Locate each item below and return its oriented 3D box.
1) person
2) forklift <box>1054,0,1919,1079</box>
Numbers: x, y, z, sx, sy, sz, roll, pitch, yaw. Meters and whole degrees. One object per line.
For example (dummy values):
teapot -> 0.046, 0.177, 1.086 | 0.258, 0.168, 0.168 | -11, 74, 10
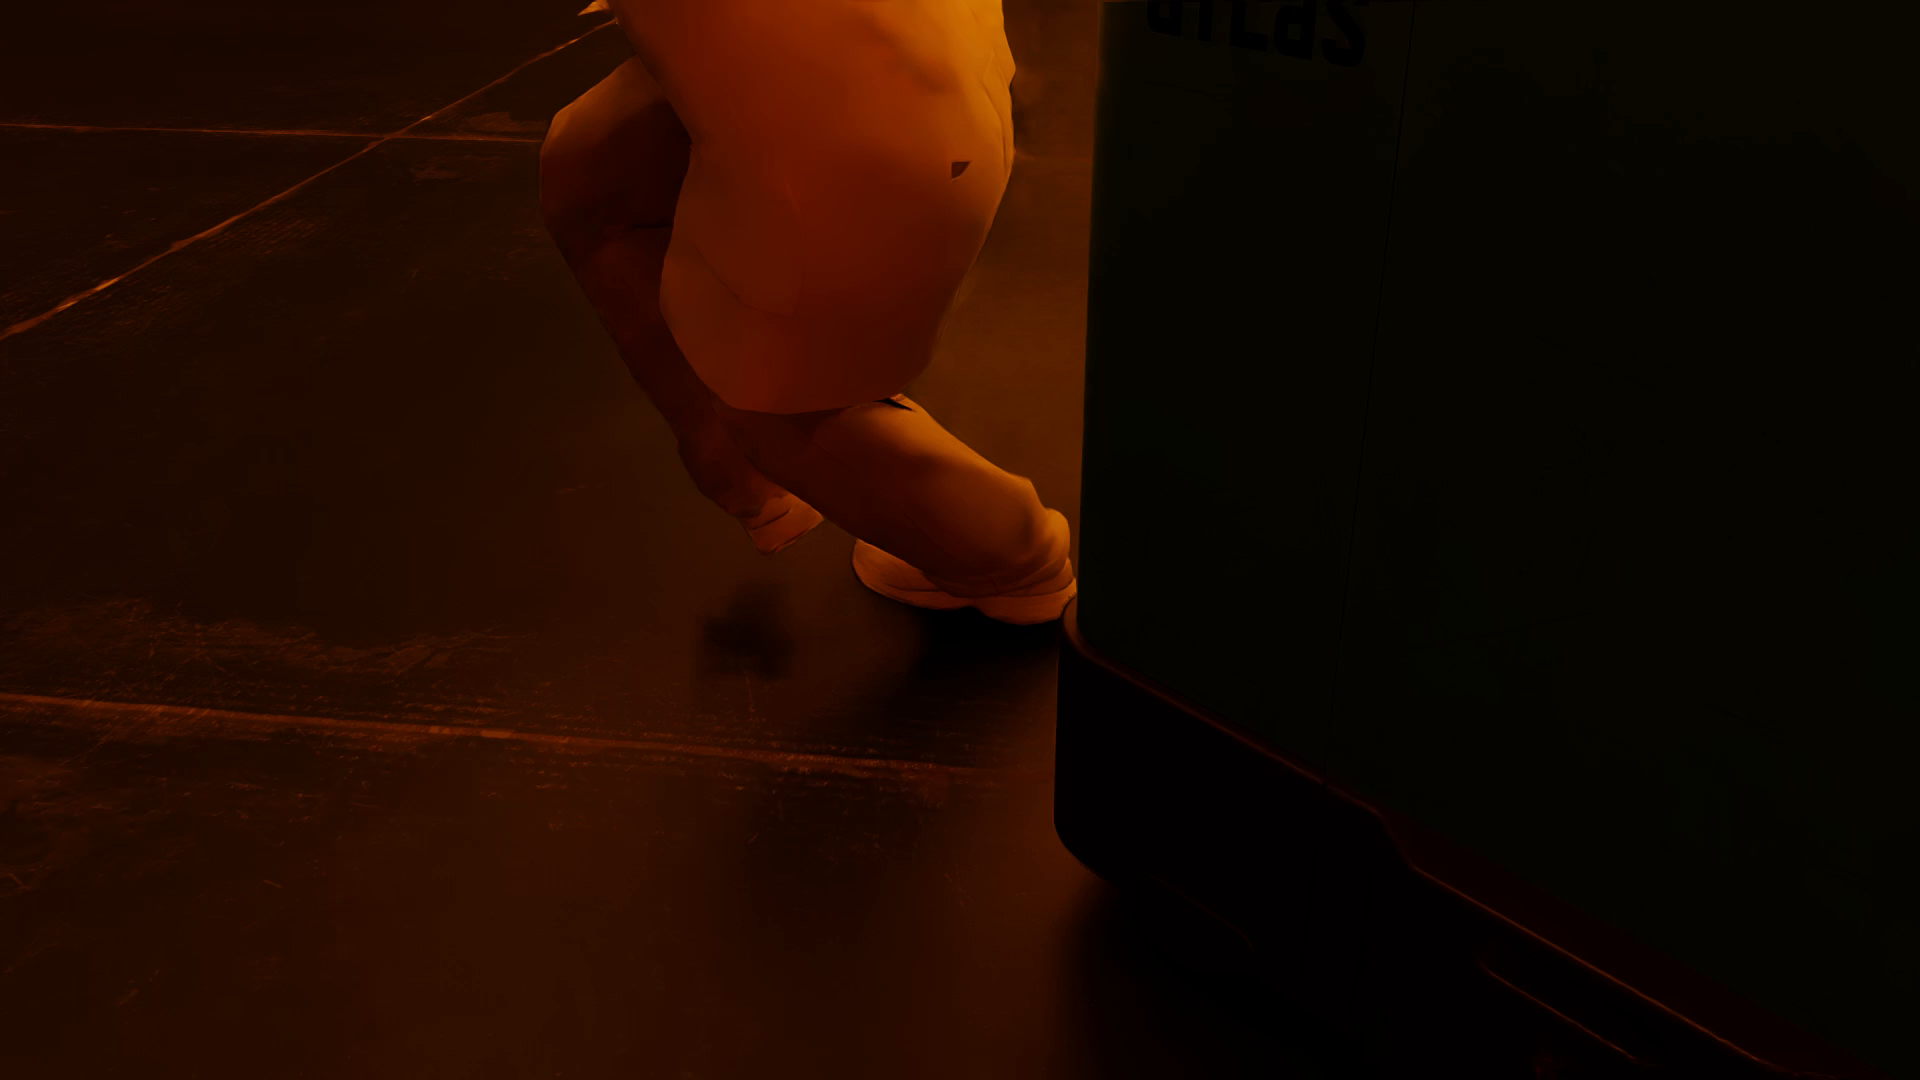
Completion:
person -> -0.341, -0.504, 1.812 | 0.906, 1.542, 1.033 | 9, 28, 18
forklift -> 1.445, -0.600, 0.419 | 1.130, 2.935, 3.031 | -21, 33, -36
